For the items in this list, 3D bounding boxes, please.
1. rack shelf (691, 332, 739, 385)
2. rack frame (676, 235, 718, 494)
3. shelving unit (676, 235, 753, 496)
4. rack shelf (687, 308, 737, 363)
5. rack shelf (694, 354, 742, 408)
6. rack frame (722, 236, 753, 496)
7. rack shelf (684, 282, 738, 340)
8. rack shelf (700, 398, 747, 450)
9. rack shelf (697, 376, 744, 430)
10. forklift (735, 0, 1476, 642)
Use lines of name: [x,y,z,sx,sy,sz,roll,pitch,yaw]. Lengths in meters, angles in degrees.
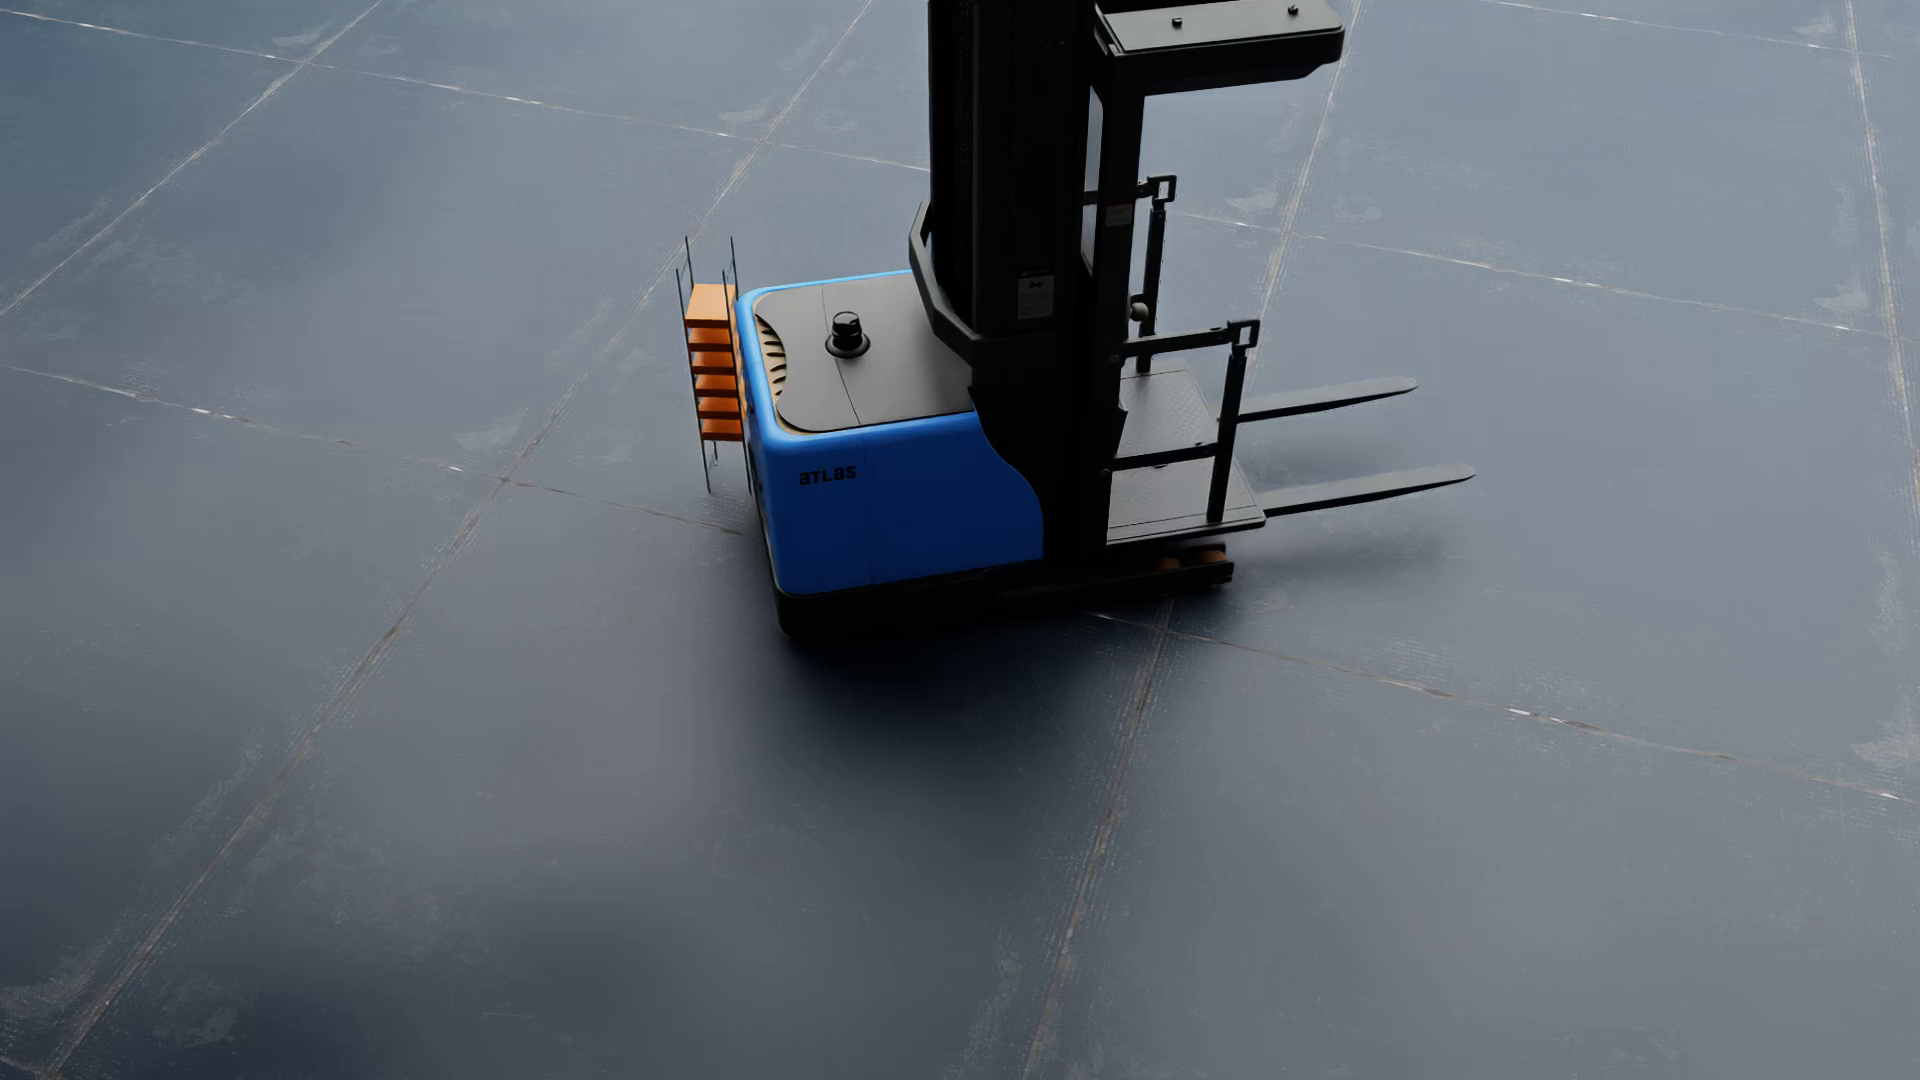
rack shelf: [-1.013,-0.766,6.966,0.180,0.103,0.258,2,44,2]
rack frame: [-1.104,-0.715,7.022,0.006,1.200,0.240,2,44,2]
shelving unit: [-1.013,-0.712,7.019,0.189,1.200,0.258,2,44,2]
rack shelf: [-1.013,-0.852,6.882,0.180,0.103,0.258,2,44,2]
rack shelf: [-1.013,-0.680,7.050,0.180,0.103,0.258,2,44,2]
rack frame: [-0.922,-0.709,7.015,0.006,1.200,0.240,2,44,2]
rack shelf: [-1.014,-0.938,6.798,0.180,0.103,0.258,2,44,2]
rack shelf: [-1.013,-0.509,7.218,0.180,0.103,0.258,2,44,2]
rack shelf: [-1.013,-0.595,7.134,0.180,0.103,0.258,2,44,2]
forklift: [0.662,-1.170,6.249,3.031,2.935,1.130,-9,45,-9]
